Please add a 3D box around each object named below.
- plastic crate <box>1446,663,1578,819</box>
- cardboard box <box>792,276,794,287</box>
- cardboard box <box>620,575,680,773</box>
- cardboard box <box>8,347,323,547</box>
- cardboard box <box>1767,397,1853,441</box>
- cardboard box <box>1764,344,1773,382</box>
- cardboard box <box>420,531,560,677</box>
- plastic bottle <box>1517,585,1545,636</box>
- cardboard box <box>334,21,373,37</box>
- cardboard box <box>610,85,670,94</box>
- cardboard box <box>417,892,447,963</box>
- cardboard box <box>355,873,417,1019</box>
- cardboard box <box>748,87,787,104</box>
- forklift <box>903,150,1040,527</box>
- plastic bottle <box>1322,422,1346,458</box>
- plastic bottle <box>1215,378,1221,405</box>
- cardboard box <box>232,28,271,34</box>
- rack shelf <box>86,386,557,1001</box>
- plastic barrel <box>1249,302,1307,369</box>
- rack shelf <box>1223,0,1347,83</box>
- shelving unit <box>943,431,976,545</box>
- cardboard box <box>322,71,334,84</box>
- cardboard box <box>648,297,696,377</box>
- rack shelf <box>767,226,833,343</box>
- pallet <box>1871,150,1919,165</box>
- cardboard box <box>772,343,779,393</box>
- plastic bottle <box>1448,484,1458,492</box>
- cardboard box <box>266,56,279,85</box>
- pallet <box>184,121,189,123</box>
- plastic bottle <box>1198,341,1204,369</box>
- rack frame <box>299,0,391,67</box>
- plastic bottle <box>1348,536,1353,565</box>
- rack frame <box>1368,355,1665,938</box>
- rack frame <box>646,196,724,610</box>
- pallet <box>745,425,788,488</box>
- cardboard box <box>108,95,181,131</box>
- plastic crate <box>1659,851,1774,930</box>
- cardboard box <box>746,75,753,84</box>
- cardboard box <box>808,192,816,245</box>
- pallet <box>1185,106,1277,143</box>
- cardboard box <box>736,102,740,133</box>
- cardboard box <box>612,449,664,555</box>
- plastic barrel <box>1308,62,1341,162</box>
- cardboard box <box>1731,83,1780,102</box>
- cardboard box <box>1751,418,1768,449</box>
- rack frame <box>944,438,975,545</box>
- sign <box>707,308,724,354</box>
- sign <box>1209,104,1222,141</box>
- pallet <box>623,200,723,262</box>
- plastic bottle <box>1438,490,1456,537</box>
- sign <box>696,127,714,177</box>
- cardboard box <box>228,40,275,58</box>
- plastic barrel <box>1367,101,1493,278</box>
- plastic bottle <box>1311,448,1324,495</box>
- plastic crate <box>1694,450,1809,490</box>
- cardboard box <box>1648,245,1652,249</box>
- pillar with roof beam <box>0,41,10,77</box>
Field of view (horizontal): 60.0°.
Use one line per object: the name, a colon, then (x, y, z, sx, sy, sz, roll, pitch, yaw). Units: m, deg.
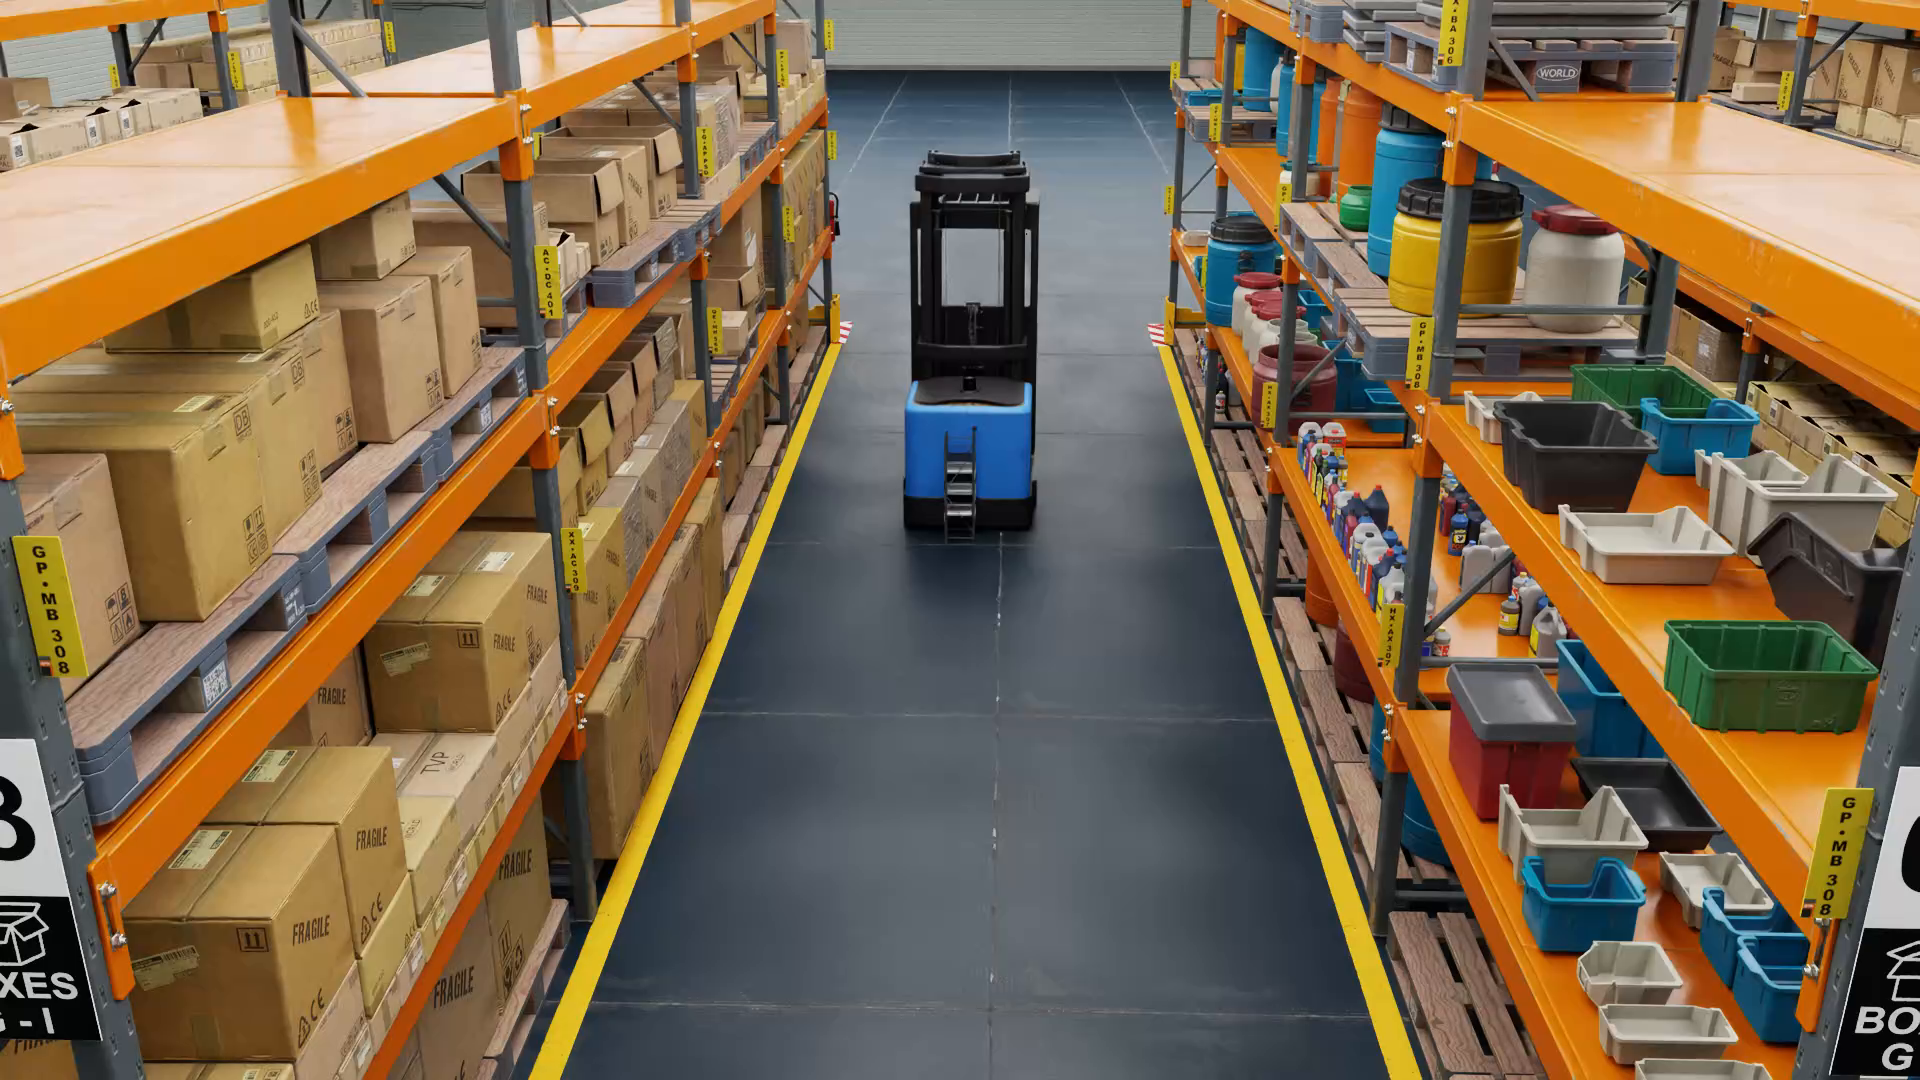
plastic crate: (2.302, 0.850, 7.021, 0.402, 0.464, 0.583, 1, 21, 2)
cardboard box: (-1.820, -2.498, 16.168, 0.380, 0.149, 0.250, 1, 21, 2)
cardboard box: (-2.345, 0.773, 9.747, 1.225, 0.875, 0.875, 0, 21, 0)
cardboard box: (-2.426, -0.287, 5.117, 0.700, 0.500, 0.500, -1, 21, -2)
cardboard box: (7.492, -1.097, 14.655, 0.500, 0.311, 0.500, 0, 21, 1)
cardboard box: (8.108, -1.858, 16.355, 0.500, 0.500, 0.500, 1, 21, 2)
cardboard box: (-2.118, 0.284, 7.411, 0.500, 0.500, 0.500, 1, 21, 3)
plastic bottle: (2.986, 0.350, 8.653, 0.152, 0.276, 0.135, 1, 21, 2)
cardboard box: (-6.641, -5.577, 18.135, 0.380, 0.149, 0.250, 1, 21, 2)
cardboard box: (-2.450, -3.131, 12.476, 0.500, 0.500, 0.500, 1, 21, 3)
cardboard box: (-2.107, 1.415, 6.082, 0.380, 0.149, 0.250, 0, 21, 0)
cardboard box: (-2.180, 1.370, 5.647, 0.500, 0.250, 0.500, 0, 21, 0)
cardboard box: (-1.840, -4.184, 15.674, 0.380, 0.149, 0.250, 1, 21, 2)
forklift: (0.135, -1.961, 14.531, 1.130, 2.935, 3.031, 1, 21, 3)
plastic bottle: (2.517, -0.647, 11.220, 0.152, 0.276, 0.135, 1, 21, 2)
plastic bottle: (2.508, -1.422, 16.193, 0.061, 0.283, 0.133, 2, 21, 4)
cardboard box: (-7.329, -5.216, 17.204, 0.380, 0.149, 0.250, 0, 21, 1)
rack shelf: (-2.432, 0.193, 5.733, 1.077, 0.370, 4.000, 1, 21, 2)
plastic barrel: (2.539, -1.603, 13.327, 0.433, 0.535, 0.433, 0, 21, 0)
rack shelf: (2.762, -3.857, 12.577, 1.077, 0.370, 4.000, 1, 21, 2)
shelving unit: (0.000, -0.417, 13.359, 0.258, 0.900, 0.210, 1, 21, 2)
cardboard box: (-6.679, -4.745, 17.094, 0.380, 0.149, 0.250, 1, 21, 2)
cardboard box: (-2.356, -1.555, 12.670, 0.700, 0.500, 0.500, 4, 22, 10)
rack shelf: (-2.067, -2.748, 17.458, 1.077, 0.370, 4.000, 1, 21, 2)
pallet: (7.615, -2.764, 12.621, 1.003, 0.211, 1.213, 2, 21, 4)
cardboard box: (-2.066, -1.742, 16.746, 0.500, 0.500, 0.500, 8, 22, 19)
plastic bottle: (3.066, -0.244, 10.286, 0.097, 0.201, 0.097, 0, 21, 0)
cardboard box: (-6.774, -4.517, 15.953, 0.500, 0.250, 0.500, 0, 21, 1)
pallet: (-7.061, -3.428, 14.335, 0.805, 0.209, 1.217, 0, 21, -1)
plastic bottle: (2.553, -1.957, 17.572, 0.061, 0.283, 0.133, 1, 21, 3)
rack frame: (-6.961, -6.694, 18.341, 1.000, 3.000, 0.127, 1, 21, 2)
plastic bottle: (2.282, 0.045, 9.542, 0.097, 0.201, 0.097, 0, 21, 0)
rack frame: (2.580, 0.587, 7.869, 1.000, 3.000, 0.127, 1, 21, 2)
rack frame: (-2.249, -0.913, 11.737, 1.000, 3.000, 0.127, 1, 21, 2)
pallet: (-2.150, -0.778, 15.243, 1.003, 0.211, 1.213, 1, 21, 2)
cardboard box: (-6.900, -3.573, 13.932, 0.500, 0.250, 0.500, 0, 21, 1)
plastic crate: (2.827, 1.315, 6.274, 0.293, 0.136, 0.466, 1, 21, 2)
cardboard box: (-2.275, -4.568, 16.664, 0.380, 0.149, 0.250, 0, 21, 0)
cardboard box: (-2.004, -3.430, 17.674, 0.875, 0.500, 0.500, 1, 21, 2)
pallet: (2.747, -3.878, 15.490, 1.213, 0.211, 1.003, 1, 21, 2)
cardboard box: (-2.056, -3.550, 13.991, 0.396, 0.266, 0.258, 1, 21, 4)
cardboard box: (-2.067, -0.227, 9.829, 0.500, 0.500, 0.500, 1, 21, 3)
plastic barrel: (2.985, -3.278, 12.991, 0.600, 0.901, 0.708, 1, 21, 2)
cardboard box: (7.537, -4.231, 15.713, 0.380, 0.149, 0.250, 1, 21, 2)
cardboard box: (7.514, -1.020, 15.232, 0.500, 0.250, 0.500, 0, 21, 0)
rack frame: (-0.003, -0.380, 13.264, 0.240, 0.900, 0.006, 1, 21, 2)
sign: (-1.695, -1.448, 11.514, 0.100, 0.325, 0.005, 1, 21, 2)
sign: (2.273, -3.718, 14.805, 0.100, 0.325, 0.005, 1, 21, 2)
pallet: (-2.216, -1.990, 10.627, 1.213, 0.211, 1.003, 2, 21, 4)
plastic bottle: (2.931, -0.175, 9.995, 0.061, 0.283, 0.133, 1, 21, 2)
sign: (-1.695, -2.581, 11.063, 0.100, 0.325, 0.005, 1, 21, 2)
cardboard box: (-6.717, -4.658, 15.767, 0.380, 0.149, 0.250, 0, 21, 1)
plastic barrel: (2.479, -1.859, 8.754, 0.600, 0.901, 0.708, 1, 21, 2)
plastic bottle: (2.301, -0.436, 10.668, 0.061, 0.283, 0.133, 1, 21, 2)
plastic crate: (2.921, -0.224, 6.178, 0.293, 0.136, 0.466, 1, 21, 2)
cardboard box: (7.857, -3.384, 17.965, 0.700, 0.500, 0.500, 1, 21, 3)
pillar with roof beam: (-13.127, -10.815, 28.961, 9.100, 9.000, 0.400, 1, 21, 2)
